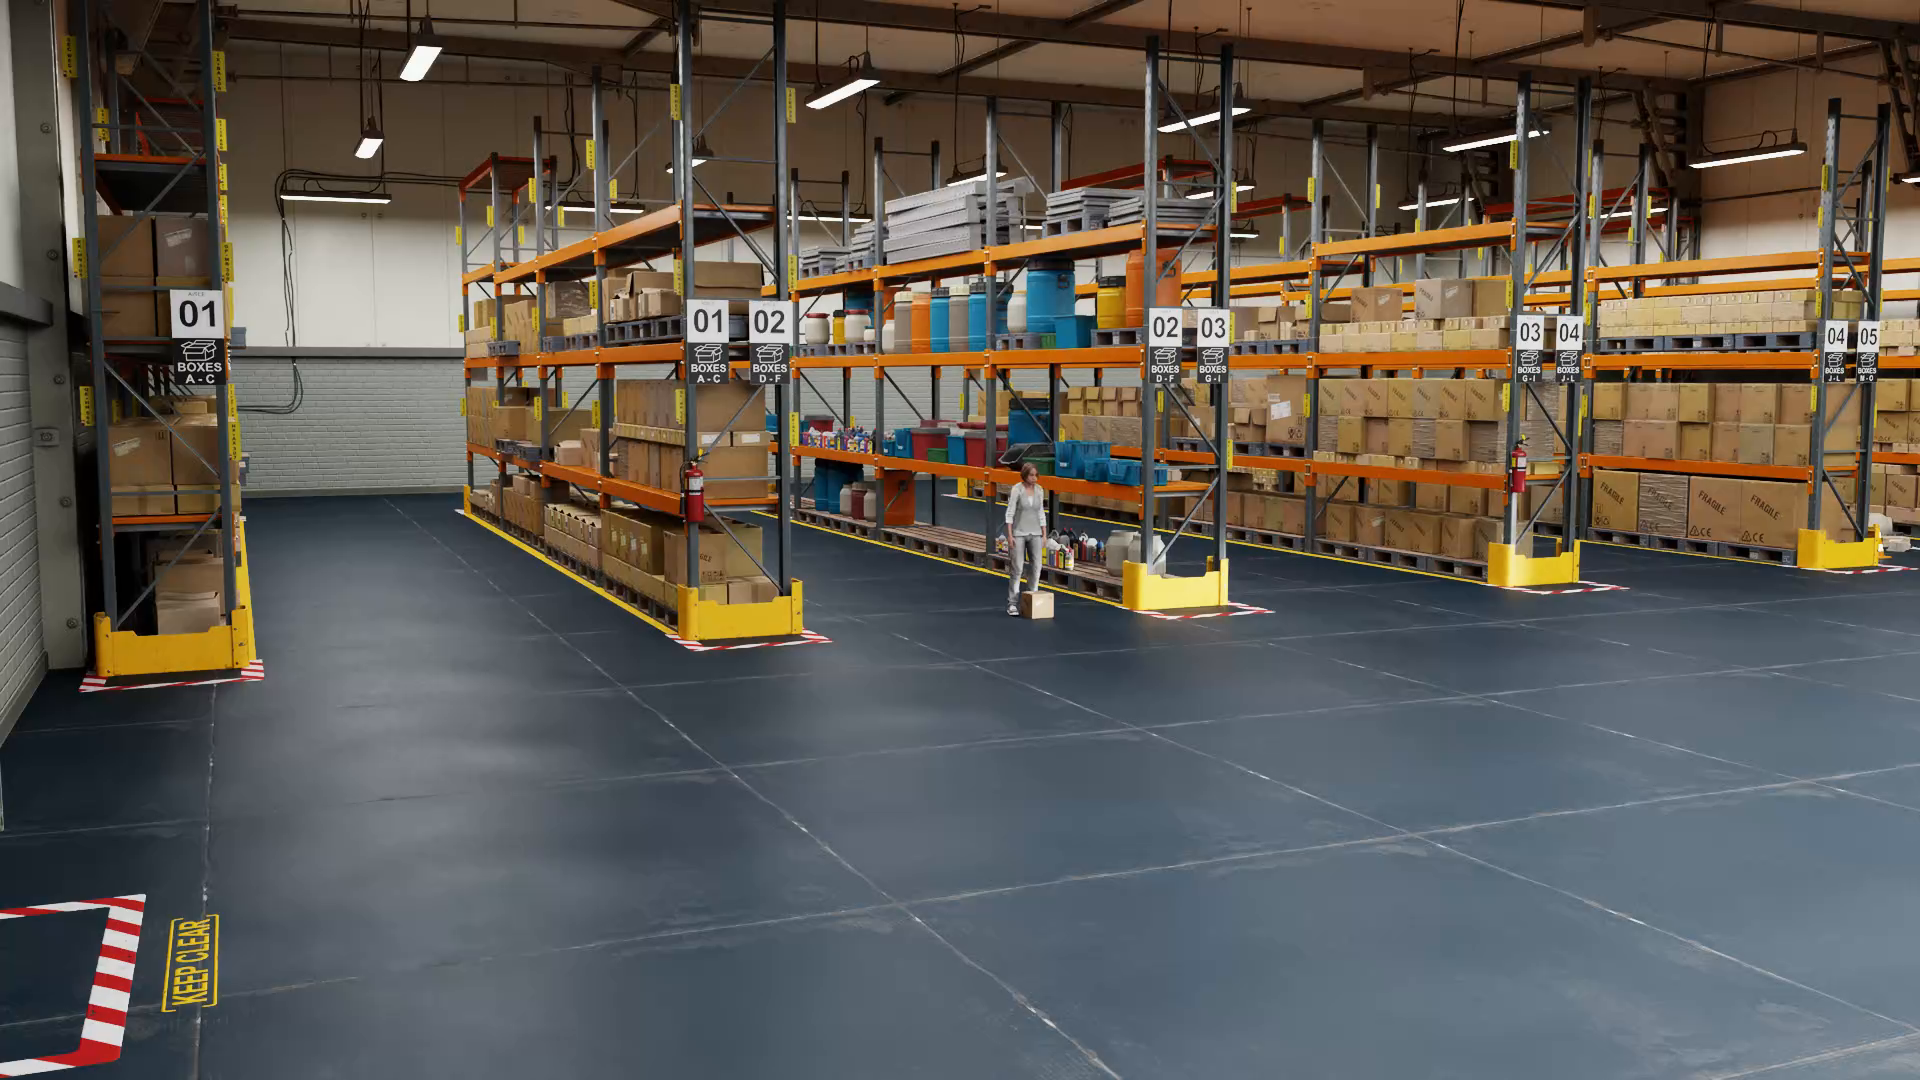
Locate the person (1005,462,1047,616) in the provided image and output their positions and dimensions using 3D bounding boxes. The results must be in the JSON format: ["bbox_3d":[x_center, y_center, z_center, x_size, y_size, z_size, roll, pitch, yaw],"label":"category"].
[{"bbox_3d":[0.695,-0.019,17.409,0.461,1.593,0.343,-2,6,-23],"label":"person"}]
